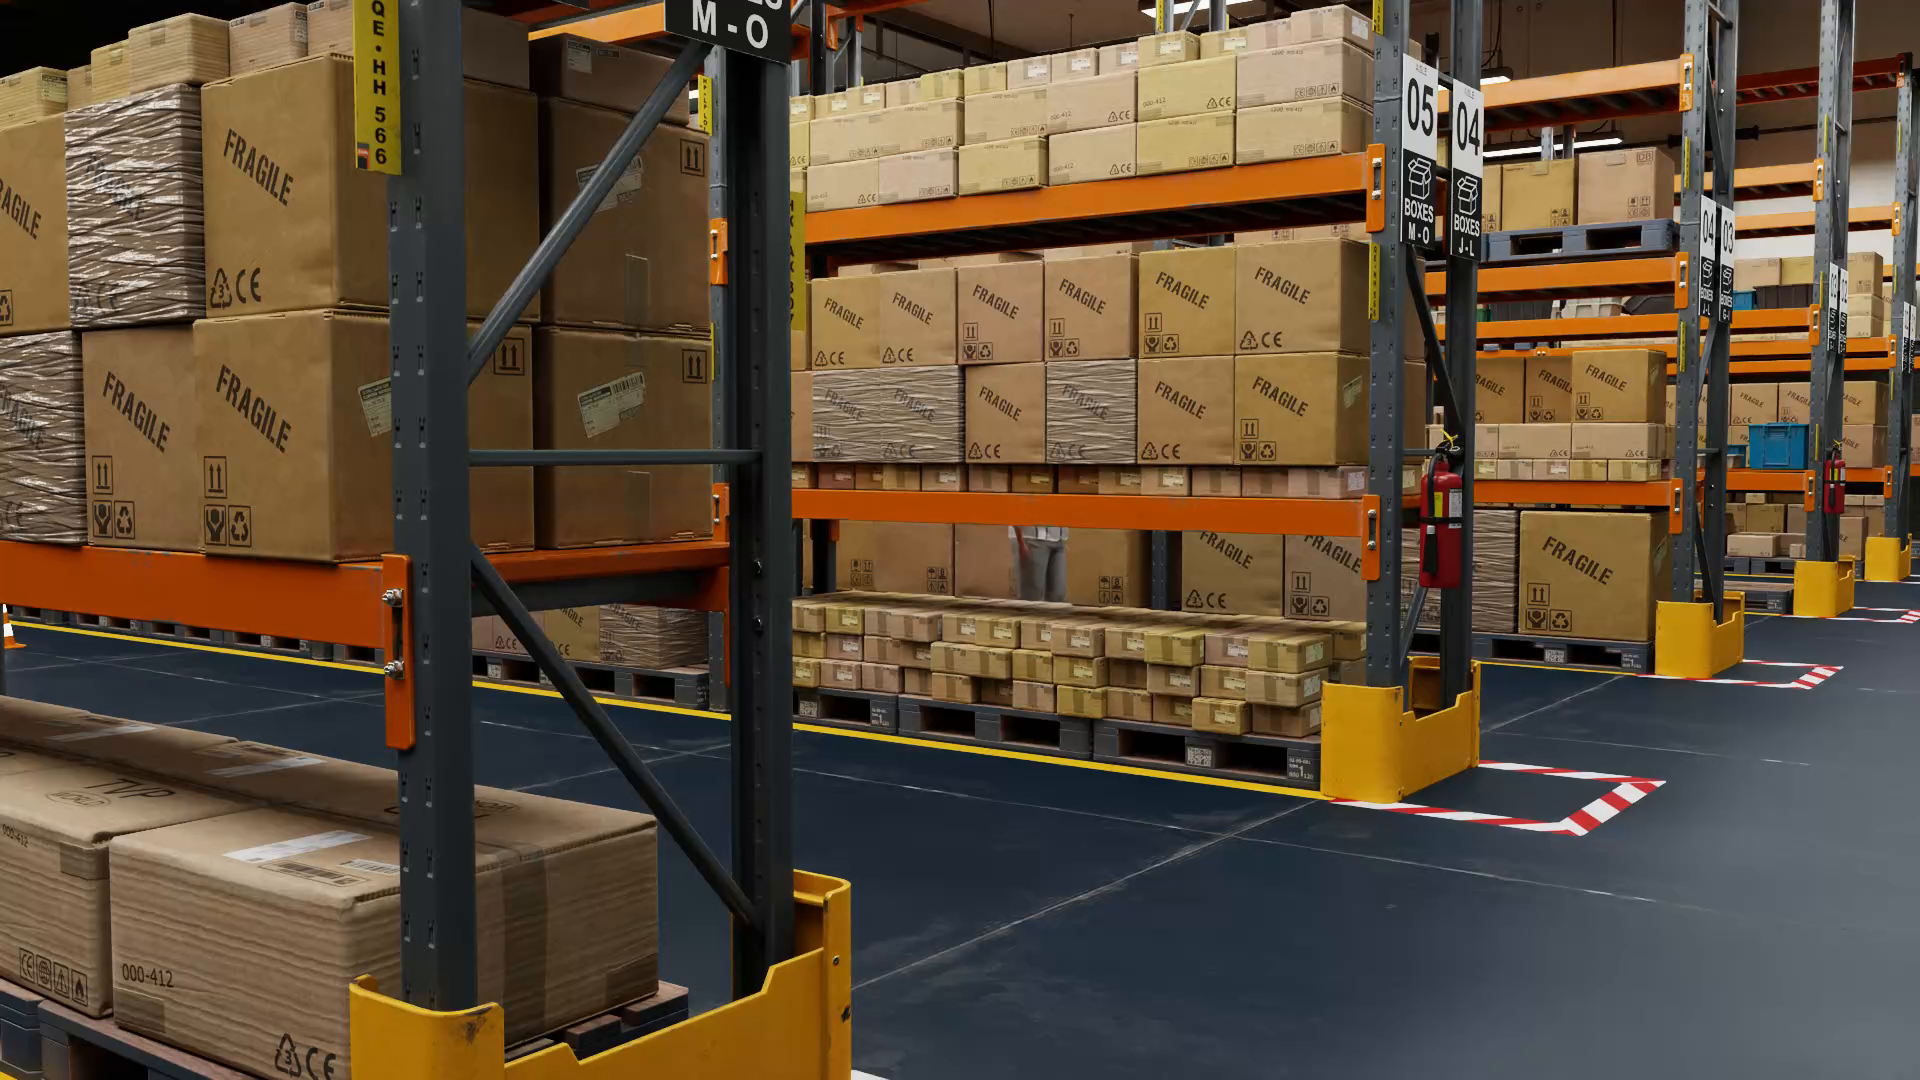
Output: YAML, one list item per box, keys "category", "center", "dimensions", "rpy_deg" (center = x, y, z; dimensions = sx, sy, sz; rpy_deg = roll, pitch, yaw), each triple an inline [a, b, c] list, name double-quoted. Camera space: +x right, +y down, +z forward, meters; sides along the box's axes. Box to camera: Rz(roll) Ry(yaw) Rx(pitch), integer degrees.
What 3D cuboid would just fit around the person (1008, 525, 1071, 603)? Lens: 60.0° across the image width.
- category: "person"
  center: [0.572, 0.015, 11.708]
  dimensions: [0.393, 1.749, 0.528]
  rpy_deg: [2, 4, 37]
